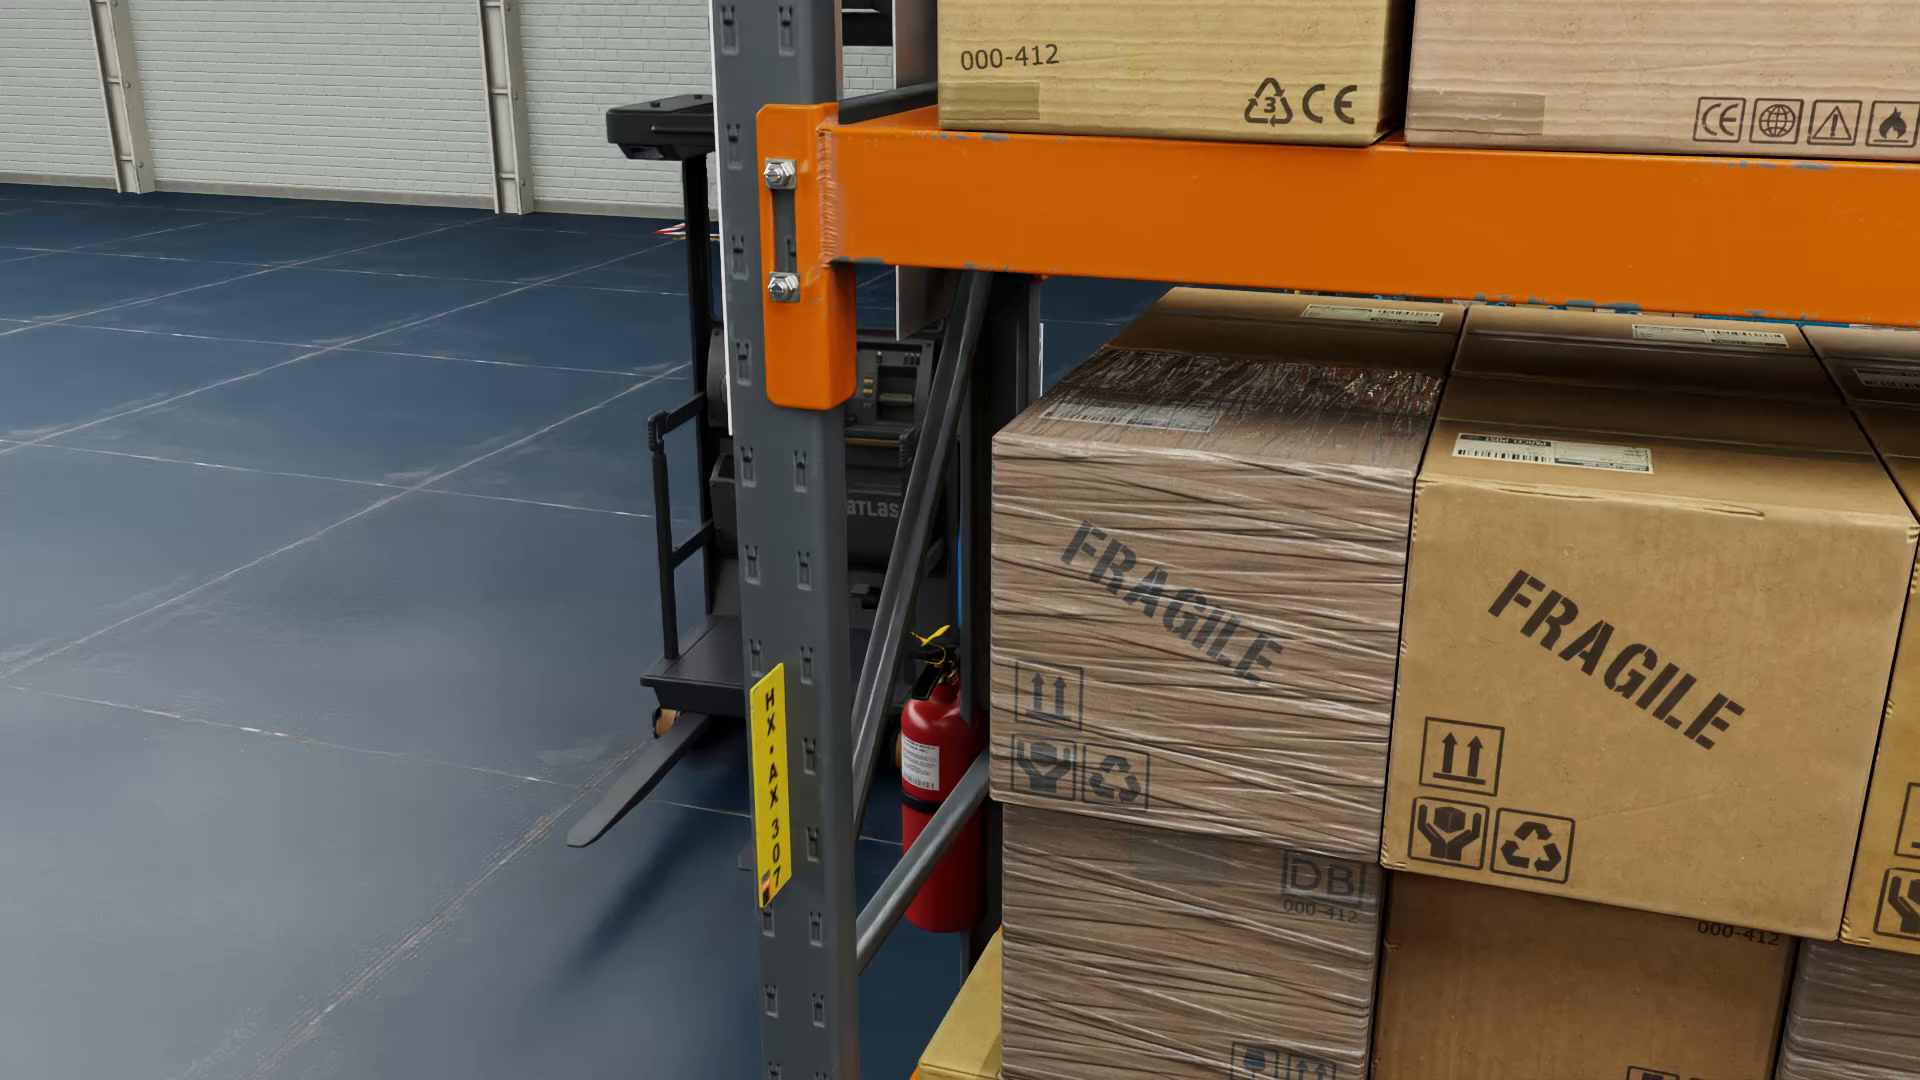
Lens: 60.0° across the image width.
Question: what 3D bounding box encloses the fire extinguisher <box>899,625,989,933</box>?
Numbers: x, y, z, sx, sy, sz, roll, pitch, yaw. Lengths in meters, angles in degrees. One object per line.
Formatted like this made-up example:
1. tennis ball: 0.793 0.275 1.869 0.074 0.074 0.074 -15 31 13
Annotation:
1. fire extinguisher: -0.033 0.453 3.336 0.183 0.674 0.296 7 20 18

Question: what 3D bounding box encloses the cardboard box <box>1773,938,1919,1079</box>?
1. cardboard box: 1.405 0.537 2.375 0.500 0.500 0.875 7 20 18

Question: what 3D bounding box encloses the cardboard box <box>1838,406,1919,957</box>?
1. cardboard box: 1.297 0.167 1.919 0.500 0.500 0.500 7 20 18

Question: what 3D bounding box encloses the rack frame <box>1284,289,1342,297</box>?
1. rack frame: 1.550 -0.968 7.295 0.127 3.000 1.000 7 20 18

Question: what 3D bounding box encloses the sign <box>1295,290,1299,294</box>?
1. sign: 1.365 -0.928 6.760 0.005 0.325 0.100 7 20 18

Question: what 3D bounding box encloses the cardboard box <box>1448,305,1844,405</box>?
1. cardboard box: 0.999 -0.053 2.547 0.500 0.500 0.500 7 20 18

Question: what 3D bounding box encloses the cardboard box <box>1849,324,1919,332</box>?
1. cardboard box: 5.979 -1.369 10.847 0.500 0.500 0.500 7 20 18

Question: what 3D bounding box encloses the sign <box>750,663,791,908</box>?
1. sign: -0.254 0.332 2.250 0.005 0.325 0.100 7 20 18

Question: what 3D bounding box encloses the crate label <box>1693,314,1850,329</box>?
1. crate label: 3.377 -0.870 6.960 0.616 0.435 0.502 7 20 18

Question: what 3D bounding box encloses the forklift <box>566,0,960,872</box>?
1. forklift: -0.608 -0.621 6.404 1.130 2.935 3.031 5 20 13

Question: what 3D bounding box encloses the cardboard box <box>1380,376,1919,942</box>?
1. cardboard box: 0.824 0.113 2.072 0.500 0.500 0.500 7 20 18

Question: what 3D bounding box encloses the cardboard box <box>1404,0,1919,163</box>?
1. cardboard box: 0.784 -0.587 1.874 0.500 0.250 0.500 6 20 17

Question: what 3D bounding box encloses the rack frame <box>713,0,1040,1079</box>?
1. rack frame: -0.077 0.573 2.874 0.053 2.616 0.949 7 20 18

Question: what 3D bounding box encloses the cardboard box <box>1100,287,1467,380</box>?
1. cardboard box: 0.525 -0.105 2.697 0.500 0.500 0.500 7 20 18

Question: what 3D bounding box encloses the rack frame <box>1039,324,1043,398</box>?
1. rack frame: 0.387 -0.522 8.752 0.015 1.200 0.240 7 20 18

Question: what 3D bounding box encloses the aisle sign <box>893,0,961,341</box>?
1. aisle sign: -0.036 -0.755 2.736 0.004 0.787 0.394 7 20 18

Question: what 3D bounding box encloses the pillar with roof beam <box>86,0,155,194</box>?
1. pillar with roof beam: -12.670 -7.680 17.437 0.400 9.000 9.100 7 20 18

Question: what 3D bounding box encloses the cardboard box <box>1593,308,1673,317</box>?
1. cardboard box: 4.562 -1.531 11.311 0.500 0.500 0.500 7 20 18

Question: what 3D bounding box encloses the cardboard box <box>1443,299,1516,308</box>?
1. cardboard box: 3.783 -1.796 12.071 0.500 0.500 0.500 7 20 18

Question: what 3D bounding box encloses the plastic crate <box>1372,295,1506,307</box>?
1. plastic crate: 2.121 -0.936 7.431 0.616 0.251 0.499 7 20 18

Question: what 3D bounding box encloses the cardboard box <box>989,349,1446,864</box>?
1. cardboard box: 0.354 0.057 2.233 0.500 0.500 0.500 7 20 18

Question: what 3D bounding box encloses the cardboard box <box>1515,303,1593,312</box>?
1. cardboard box: 4.085 -1.581 11.454 0.500 0.500 0.500 7 20 18

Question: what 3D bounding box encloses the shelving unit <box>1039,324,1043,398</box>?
1. shelving unit: 0.156 -0.549 8.827 0.503 1.200 0.258 7 20 18

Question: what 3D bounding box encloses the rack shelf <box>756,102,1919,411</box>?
1. rack shelf: 1.814 -0.288 1.882 4.000 0.370 1.077 7 20 18

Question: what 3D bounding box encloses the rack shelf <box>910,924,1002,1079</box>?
1. rack shelf: 1.814 1.128 2.376 4.000 0.370 1.077 7 20 18

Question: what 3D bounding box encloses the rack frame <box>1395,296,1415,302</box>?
1. rack frame: 3.179 -2.507 11.712 0.127 3.000 1.000 7 20 18

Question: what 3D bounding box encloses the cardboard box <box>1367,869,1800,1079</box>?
1. cardboard box: 0.947 0.469 2.569 0.500 0.500 0.875 7 20 18

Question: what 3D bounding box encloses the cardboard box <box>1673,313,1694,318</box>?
1. cardboard box: 5.028 -1.471 11.140 0.500 0.500 0.500 7 20 18

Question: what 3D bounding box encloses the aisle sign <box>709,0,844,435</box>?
1. aisle sign: -0.233 -0.569 2.201 0.004 0.787 0.394 7 20 18

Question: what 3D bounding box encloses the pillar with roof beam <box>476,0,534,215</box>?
1. pillar with roof beam: -7.002 -7.032 15.578 0.400 9.000 9.100 7 20 18

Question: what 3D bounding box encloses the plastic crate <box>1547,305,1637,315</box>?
1. plastic crate: 2.732 -0.864 7.225 0.408 0.251 0.499 7 20 18

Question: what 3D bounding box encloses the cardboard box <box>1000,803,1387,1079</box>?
1. cardboard box: 0.435 0.453 2.617 0.500 0.500 0.875 7 20 18

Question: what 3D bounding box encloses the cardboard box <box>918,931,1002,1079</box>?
1. cardboard box: 0.115 0.796 2.617 0.250 0.149 0.380 7 20 18

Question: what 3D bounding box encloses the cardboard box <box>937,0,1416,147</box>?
1. cardboard box: 0.295 -0.641 2.028 0.500 0.250 0.500 7 20 20

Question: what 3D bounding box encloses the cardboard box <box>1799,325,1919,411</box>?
1. cardboard box: 1.471 0.002 2.390 0.500 0.500 0.500 7 20 18
